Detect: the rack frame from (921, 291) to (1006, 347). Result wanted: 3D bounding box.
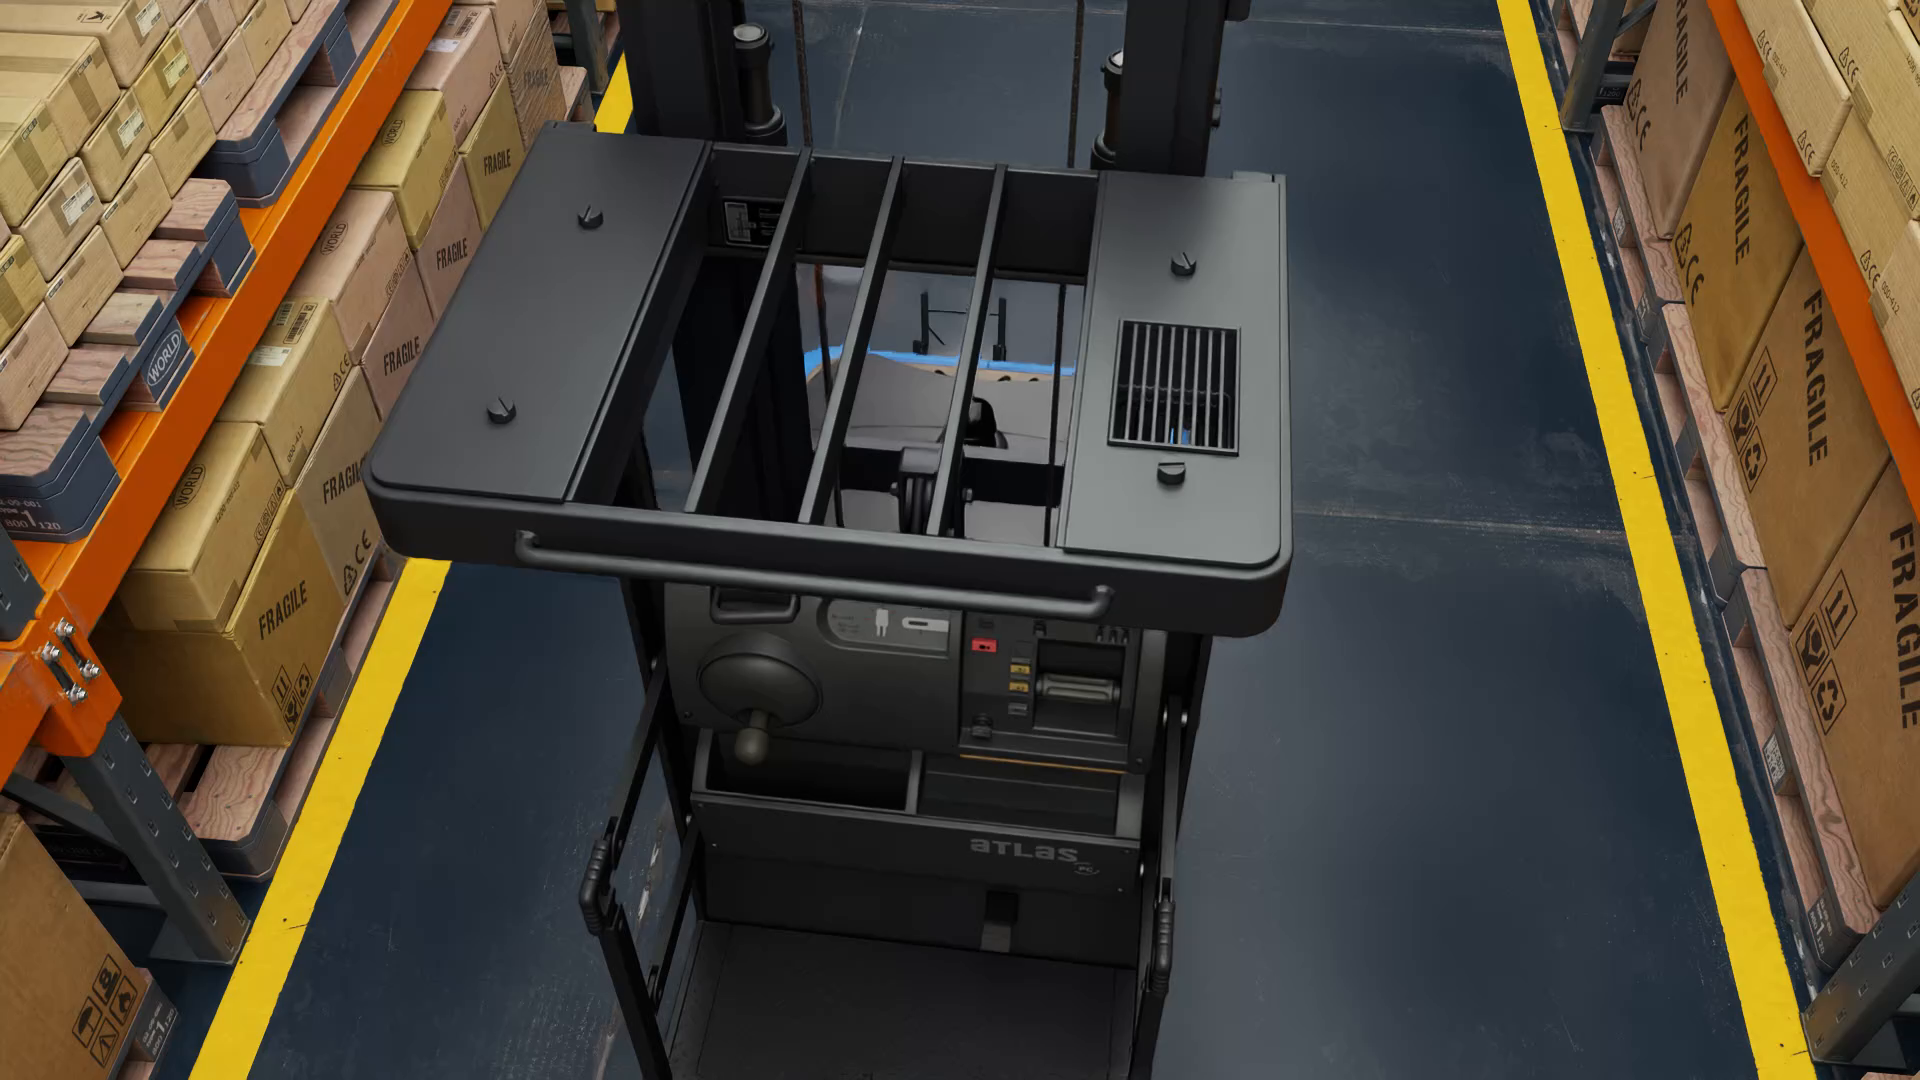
[{"bbox_3d":[0.010,-0.384,4.992,0.240,0.900,0.006,4,48,4],"label":"rack frame"}]

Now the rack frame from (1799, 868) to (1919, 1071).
[{"bbox_3d":[2.591,0.258,2.981,1.000,3.000,0.127,4,48,4],"label":"rack frame"}]

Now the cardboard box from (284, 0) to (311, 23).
[{"bbox_3d":[-1.962,-1.538,4.510,0.380,0.149,0.250,2,48,2],"label":"cardboard box"}]

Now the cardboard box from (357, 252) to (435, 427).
[{"bbox_3d":[-1.945,-0.548,5.128,0.500,0.500,0.500,3,48,3],"label":"cardboard box"}]

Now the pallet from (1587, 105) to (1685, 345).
[{"bbox_3d":[2.960,-1.168,6.175,1.003,0.211,1.213,4,48,4],"label":"pallet"}]

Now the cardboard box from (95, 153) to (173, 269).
[{"bbox_3d":[-2.058,-0.768,3.805,0.380,0.149,0.250,6,48,5],"label":"cardboard box"}]

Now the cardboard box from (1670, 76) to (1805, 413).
[{"bbox_3d":[2.904,-0.981,5.269,0.875,0.875,0.875,5,48,5],"label":"cardboard box"}]

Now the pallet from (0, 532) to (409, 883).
[{"bbox_3d":[-2.275,0.366,4.772,1.003,0.211,1.213,4,48,4],"label":"pallet"}]

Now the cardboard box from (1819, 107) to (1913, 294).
[{"bbox_3d":[2.471,-0.826,4.074,0.500,0.250,0.500,3,48,3],"label":"cardboard box"}]

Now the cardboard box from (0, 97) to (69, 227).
[{"bbox_3d":[-2.091,-0.783,3.415,0.380,0.149,0.250,3,48,2],"label":"cardboard box"}]

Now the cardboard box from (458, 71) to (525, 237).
[{"bbox_3d":[-1.847,-1.300,5.816,0.500,0.500,0.500,3,48,3],"label":"cardboard box"}]

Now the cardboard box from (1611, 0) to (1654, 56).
[{"bbox_3d":[3.119,-2.412,6.875,0.875,0.438,0.875,3,48,3],"label":"cardboard box"}]

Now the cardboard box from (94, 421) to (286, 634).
[{"bbox_3d":[-2.044,-0.042,4.157,0.500,0.250,0.500,2,48,2],"label":"cardboard box"}]

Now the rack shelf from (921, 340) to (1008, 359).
[{"bbox_3d":[0.001,-0.469,4.749,0.258,0.077,0.200,4,48,4],"label":"rack shelf"}]

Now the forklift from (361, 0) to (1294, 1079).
[{"bbox_3d":[-0.113,0.350,2.943,1.130,2.935,3.031,5,48,5],"label":"forklift"}]

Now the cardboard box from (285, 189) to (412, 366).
[{"bbox_3d":[-1.940,-0.778,4.830,0.500,0.250,0.500,4,48,4],"label":"cardboard box"}]

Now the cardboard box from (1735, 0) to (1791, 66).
[{"bbox_3d":[2.544,-1.569,4.754,0.500,0.250,0.500,4,48,3],"label":"cardboard box"}]

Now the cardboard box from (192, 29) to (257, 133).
[{"bbox_3d":[-2.013,-1.162,4.166,0.380,0.149,0.250,5,48,5],"label":"cardboard box"}]

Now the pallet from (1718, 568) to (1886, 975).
[{"bbox_3d":[2.738,0.625,4.535,1.003,0.211,1.213,4,48,4],"label":"pallet"}]

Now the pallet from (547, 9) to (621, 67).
[{"bbox_3d":[-1.958,-2.495,7.389,1.003,0.211,1.213,4,48,4],"label":"pallet"}]

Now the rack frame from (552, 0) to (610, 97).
[{"bbox_3d":[-1.983,-2.940,5.906,1.000,3.000,0.127,4,48,4],"label":"rack frame"}]

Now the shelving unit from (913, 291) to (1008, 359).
[{"bbox_3d":[0.001,-0.310,4.923,0.258,0.900,0.210,4,48,4],"label":"shelving unit"}]

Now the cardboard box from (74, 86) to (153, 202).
[{"bbox_3d":[-2.060,-0.895,3.720,0.380,0.149,0.250,3,48,2],"label":"cardboard box"}]

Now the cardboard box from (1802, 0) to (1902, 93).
[{"bbox_3d":[2.498,-1.369,4.232,0.500,0.250,0.500,3,48,2],"label":"cardboard box"}]

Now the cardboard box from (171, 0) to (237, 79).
[{"bbox_3d":[-2.014,-1.264,4.057,0.380,0.149,0.250,4,48,4],"label":"cardboard box"}]

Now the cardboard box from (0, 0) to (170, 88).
[{"bbox_3d":[-2.040,-1.157,3.758,0.380,0.149,0.250,2,48,2],"label":"cardboard box"}]

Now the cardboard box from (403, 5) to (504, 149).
[{"bbox_3d":[-1.860,-1.550,5.536,0.500,0.250,0.500,6,48,5],"label":"cardboard box"}]

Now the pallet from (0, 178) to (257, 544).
[{"bbox_3d":[-2.389,-0.467,3.774,1.213,0.211,1.003,4,48,4],"label":"pallet"}]

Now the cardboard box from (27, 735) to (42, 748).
[{"bbox_3d":[-2.548,0.200,4.444,0.500,0.500,0.500,4,48,3],"label":"cardboard box"}]

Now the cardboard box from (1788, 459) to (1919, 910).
[{"bbox_3d":[2.736,0.331,4.069,0.875,0.875,0.875,3,48,3],"label":"cardboard box"}]

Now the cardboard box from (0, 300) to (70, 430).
[{"bbox_3d":[-2.106,-0.373,3.444,0.380,0.149,0.250,3,48,3],"label":"cardboard box"}]

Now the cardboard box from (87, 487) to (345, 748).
[{"bbox_3d":[-2.030,0.199,4.445,0.500,0.500,0.500,2,48,2],"label":"cardboard box"}]

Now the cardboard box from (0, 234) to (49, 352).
[{"bbox_3d":[-2.104,-0.499,3.358,0.380,0.149,0.250,6,48,5],"label":"cardboard box"}]

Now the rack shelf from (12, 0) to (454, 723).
[{"bbox_3d":[-2.166,-1.227,4.827,1.077,0.370,4.000,4,48,4],"label":"rack shelf"}]
